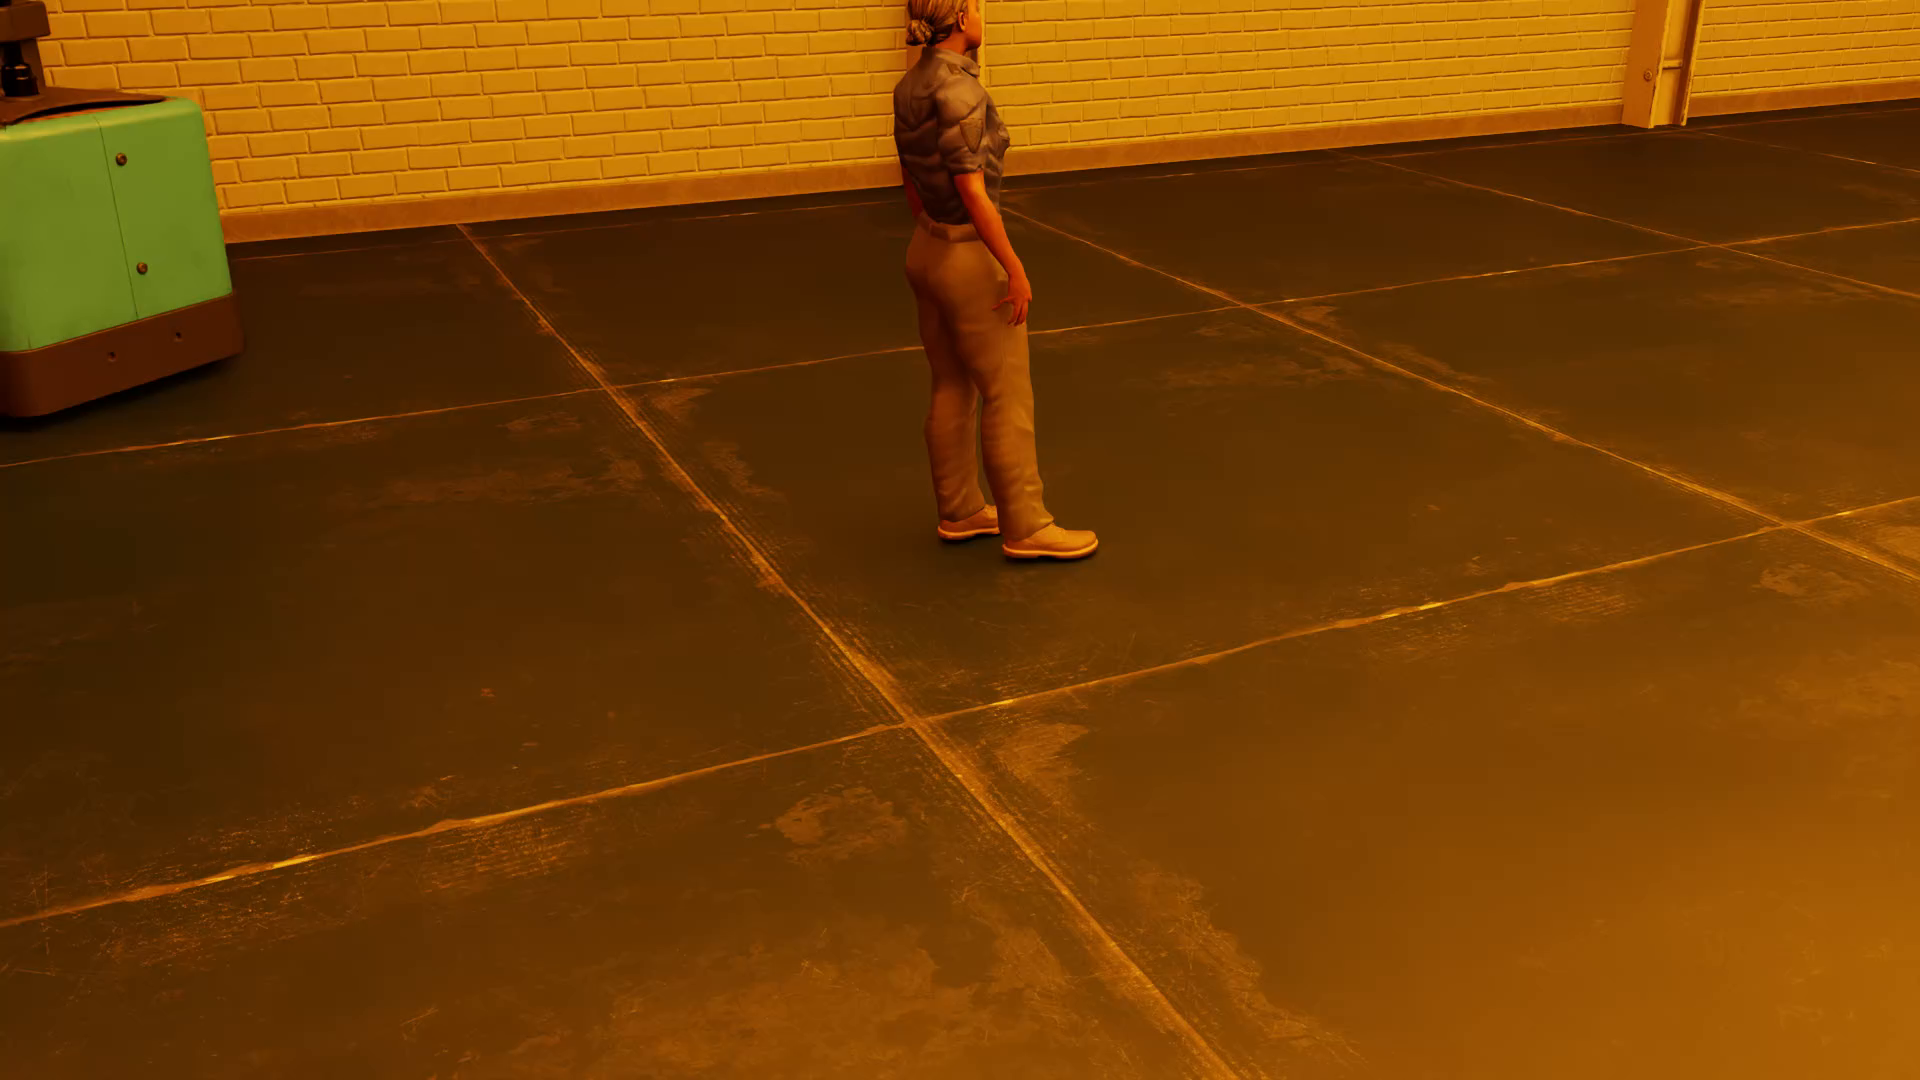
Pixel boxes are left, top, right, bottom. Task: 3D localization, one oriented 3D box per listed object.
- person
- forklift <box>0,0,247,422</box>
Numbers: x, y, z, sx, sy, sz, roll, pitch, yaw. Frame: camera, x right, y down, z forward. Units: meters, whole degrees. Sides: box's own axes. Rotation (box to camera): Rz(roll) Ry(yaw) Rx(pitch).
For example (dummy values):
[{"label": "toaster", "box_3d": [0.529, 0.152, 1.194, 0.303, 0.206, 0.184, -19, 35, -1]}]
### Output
[{"label": "person", "box_3d": [0.088, -0.778, 4.804, 0.503, 1.656, 0.569, -10, 25, -23]}, {"label": "forklift", "box_3d": [-4.471, -2.144, 6.448, 3.031, 2.935, 1.130, 10, 25, 23]}]
